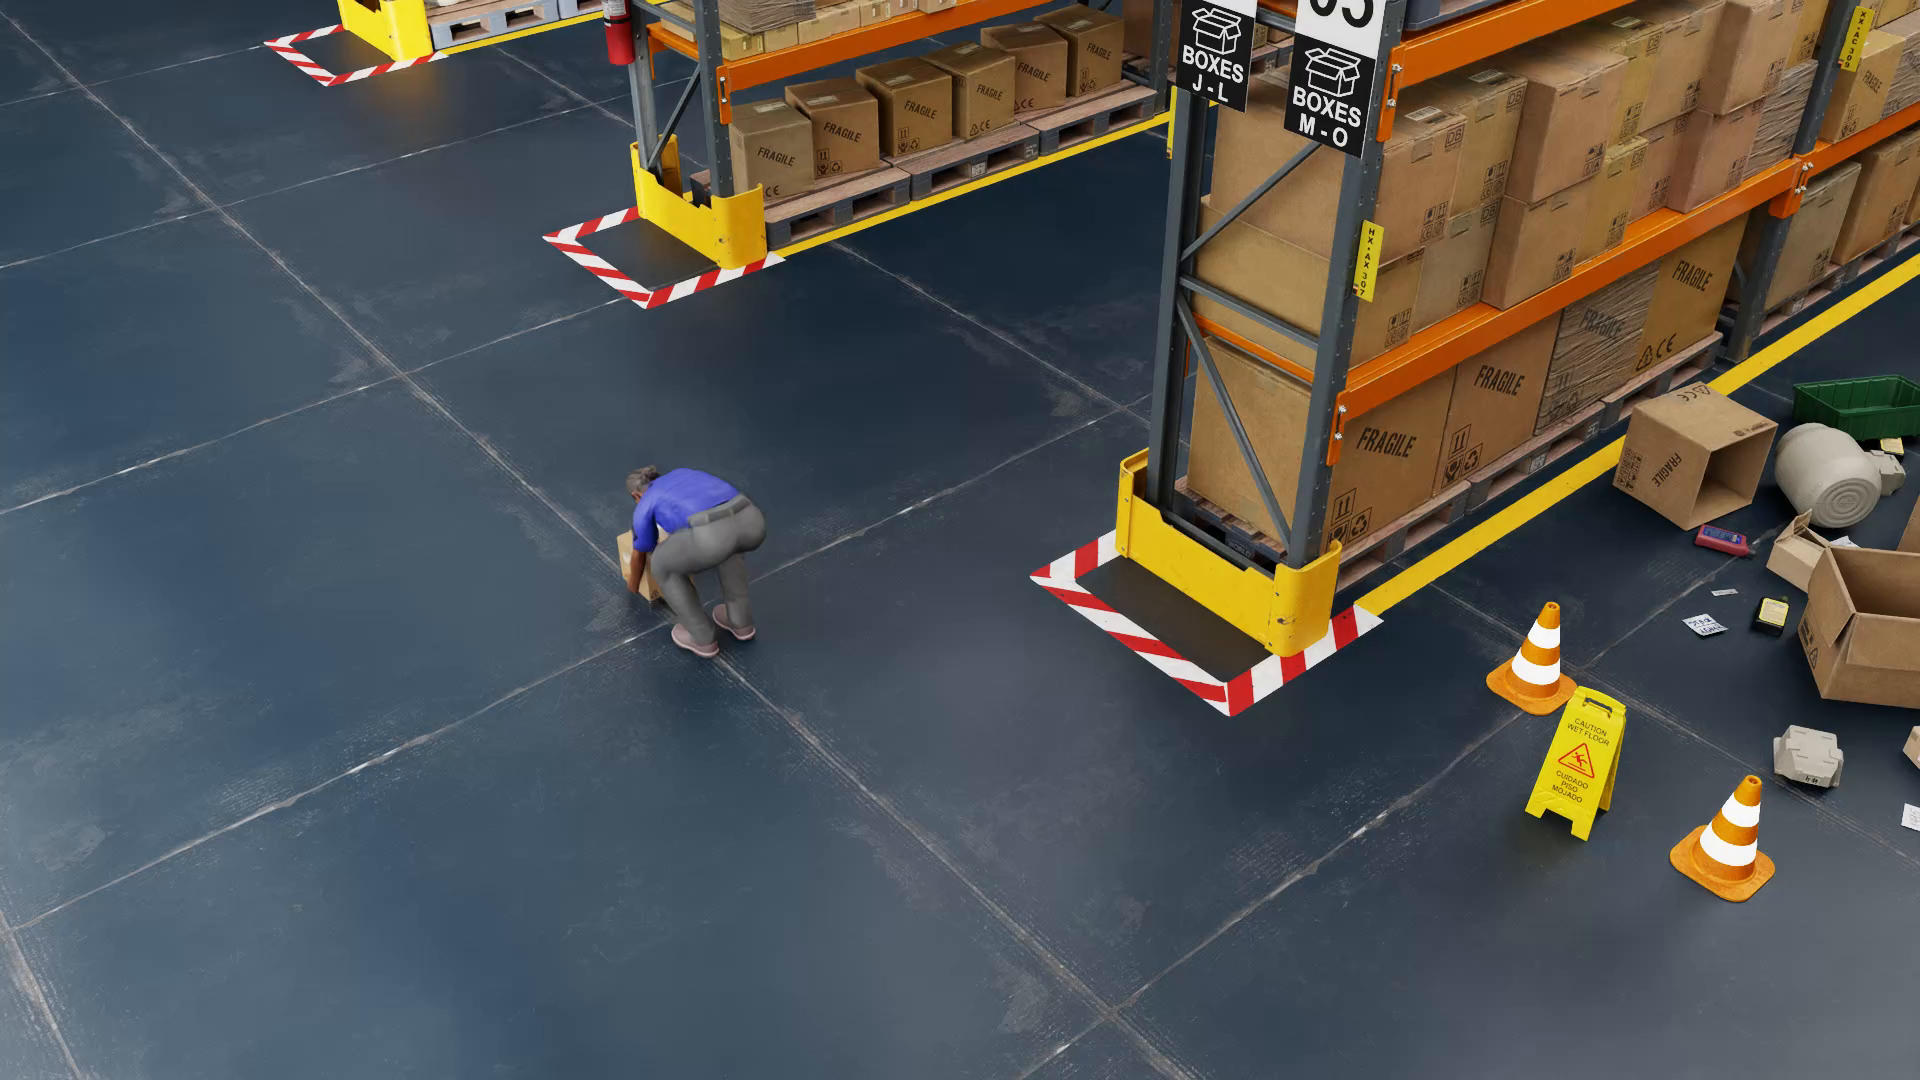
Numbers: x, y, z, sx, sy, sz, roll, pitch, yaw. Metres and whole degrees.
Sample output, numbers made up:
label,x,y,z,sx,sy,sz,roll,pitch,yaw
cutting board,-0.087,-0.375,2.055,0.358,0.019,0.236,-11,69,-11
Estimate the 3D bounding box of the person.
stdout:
label,x,y,z,sx,sy,sz,roll,pitch,yaw
person,-1.242,0.051,7.677,0.443,0.874,0.882,-29,45,-33
